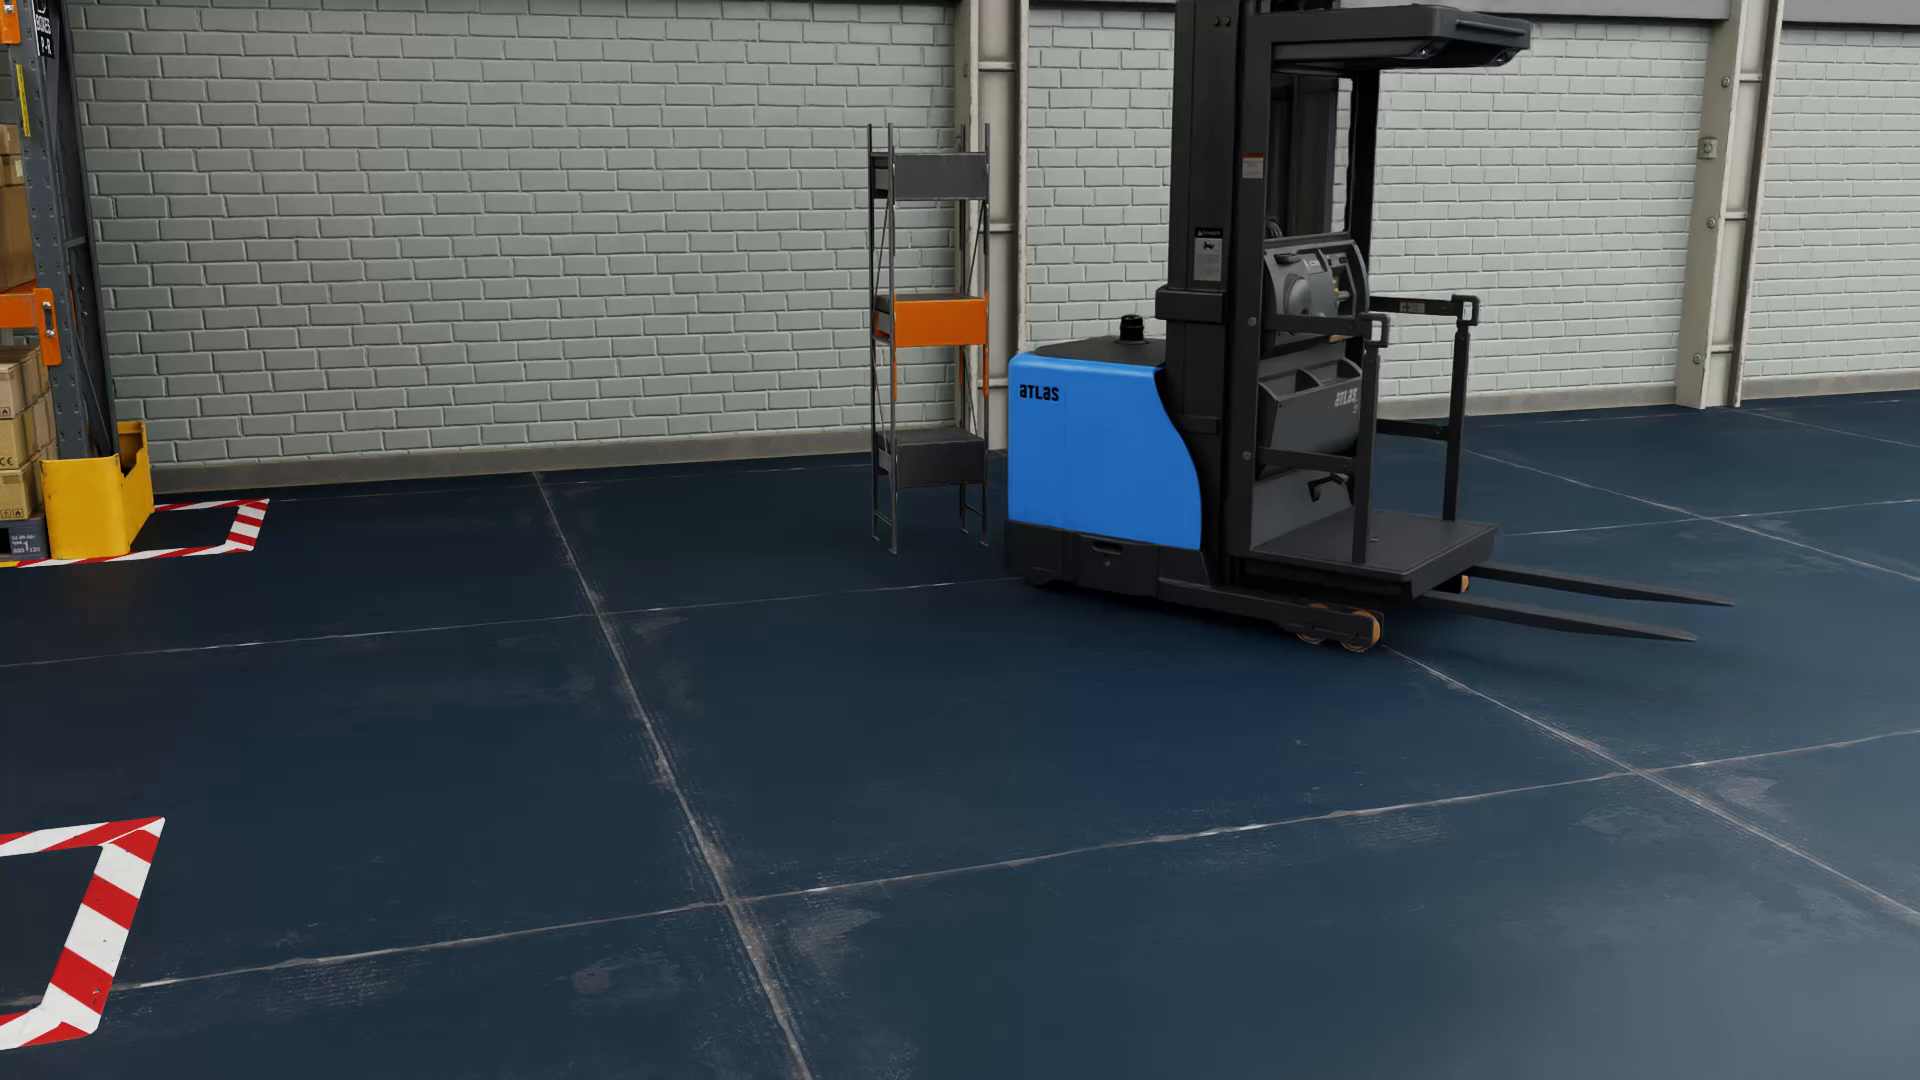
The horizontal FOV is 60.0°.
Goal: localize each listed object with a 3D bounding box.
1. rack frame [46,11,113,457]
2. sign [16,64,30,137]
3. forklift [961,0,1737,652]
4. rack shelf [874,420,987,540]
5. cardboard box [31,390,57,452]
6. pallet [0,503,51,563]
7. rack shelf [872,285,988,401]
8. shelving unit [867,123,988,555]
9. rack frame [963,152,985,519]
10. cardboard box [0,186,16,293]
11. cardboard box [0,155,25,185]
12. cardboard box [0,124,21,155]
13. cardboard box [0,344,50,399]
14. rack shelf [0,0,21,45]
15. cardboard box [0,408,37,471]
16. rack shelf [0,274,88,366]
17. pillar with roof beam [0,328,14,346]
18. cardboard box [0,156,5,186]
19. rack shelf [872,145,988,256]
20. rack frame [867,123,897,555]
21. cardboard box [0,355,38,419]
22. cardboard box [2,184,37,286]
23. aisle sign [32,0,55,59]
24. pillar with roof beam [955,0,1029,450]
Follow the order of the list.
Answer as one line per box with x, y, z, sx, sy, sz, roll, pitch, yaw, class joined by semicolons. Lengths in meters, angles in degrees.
-4.537;-1.493;8.438;0.053;2.616;0.949;-4;14;-18;rack frame
-4.378;-2.052;7.775;0.005;0.325;0.100;-4;14;-18;sign
1.378;-1.164;7.203;3.810;2.935;1.130;10;17;35;forklift
-0.157;-0.315;8.514;0.480;0.518;0.431;-4;14;-18;rack shelf
-5.050;-0.614;8.698;0.500;0.250;0.500;-4;14;-17;cardboard box
-5.249;-0.072;8.487;1.213;0.211;1.003;-4;14;-18;pallet
-0.157;-0.996;8.352;0.480;0.518;0.431;-4;14;-18;rack shelf
-0.159;-1.009;8.348;0.499;2.100;0.431;-4;14;-18;shelving unit
0.074;-1.028;8.425;0.006;1.831;0.380;-4;14;-18;rack frame
-4.921;-1.448;8.034;0.500;0.500;0.500;-5;14;-19;cardboard box
-4.942;-1.890;8.488;0.250;0.149;0.380;-5;14;-20;cardboard box
-4.924;-2.025;8.412;0.250;0.149;0.380;-5;14;-19;cardboard box
-5.054;-0.853;8.620;0.500;0.250;0.500;-5;14;-19;cardboard box
-6.434;-2.455;7.556;4.000;0.370;1.077;-4;14;-18;rack shelf
-4.900;-0.499;8.213;0.500;0.250;0.500;-5;14;-19;cardboard box
-6.434;-0.996;7.903;4.000;0.370;1.077;-4;14;-18;rack shelf
-4.112;-3.614;4.392;0.400;9.000;9.100;-4;14;-18;pillar with roof beam
-4.777;-1.771;7.988;0.250;0.149;0.380;-4;14;-17;cardboard box
-0.157;-1.677;8.190;0.480;0.518;0.431;-4;14;-18;rack shelf
-0.388;-0.991;8.273;0.015;2.100;0.400;-4;14;-18;rack frame
-4.875;-0.744;8.164;0.500;0.250;0.500;-4;14;-16;cardboard box
-5.096;-1.567;8.531;0.500;0.500;0.500;-4;14;-16;cardboard box
-4.382;-2.699;7.889;0.004;0.787;0.394;-4;14;-18;aisle sign
1.574;-4.057;6.254;0.400;9.000;9.100;-4;14;-18;pillar with roof beam
